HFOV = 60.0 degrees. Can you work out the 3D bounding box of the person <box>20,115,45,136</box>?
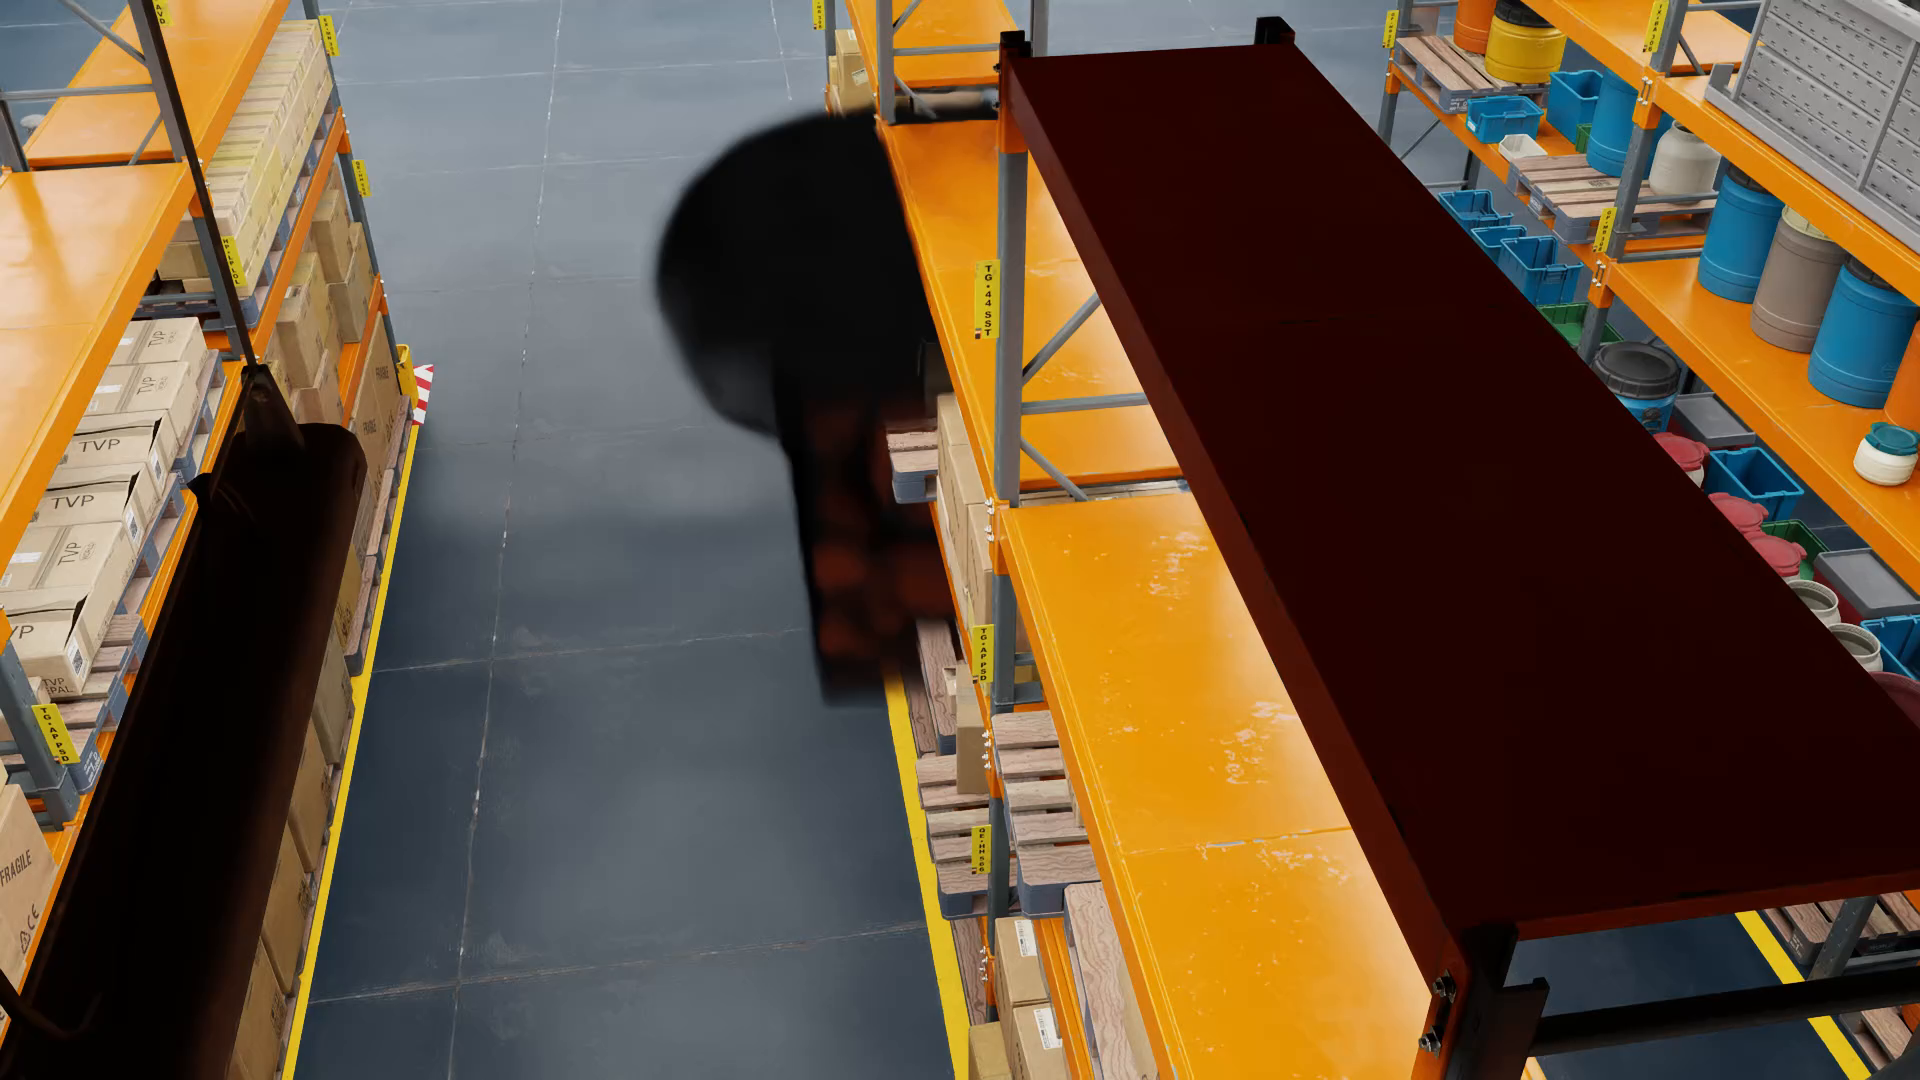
[{"bbox_3d":[-8.936,-3.394,16.653,0.648,1.659,0.669,-19,40,-24],"label":"person"}]
